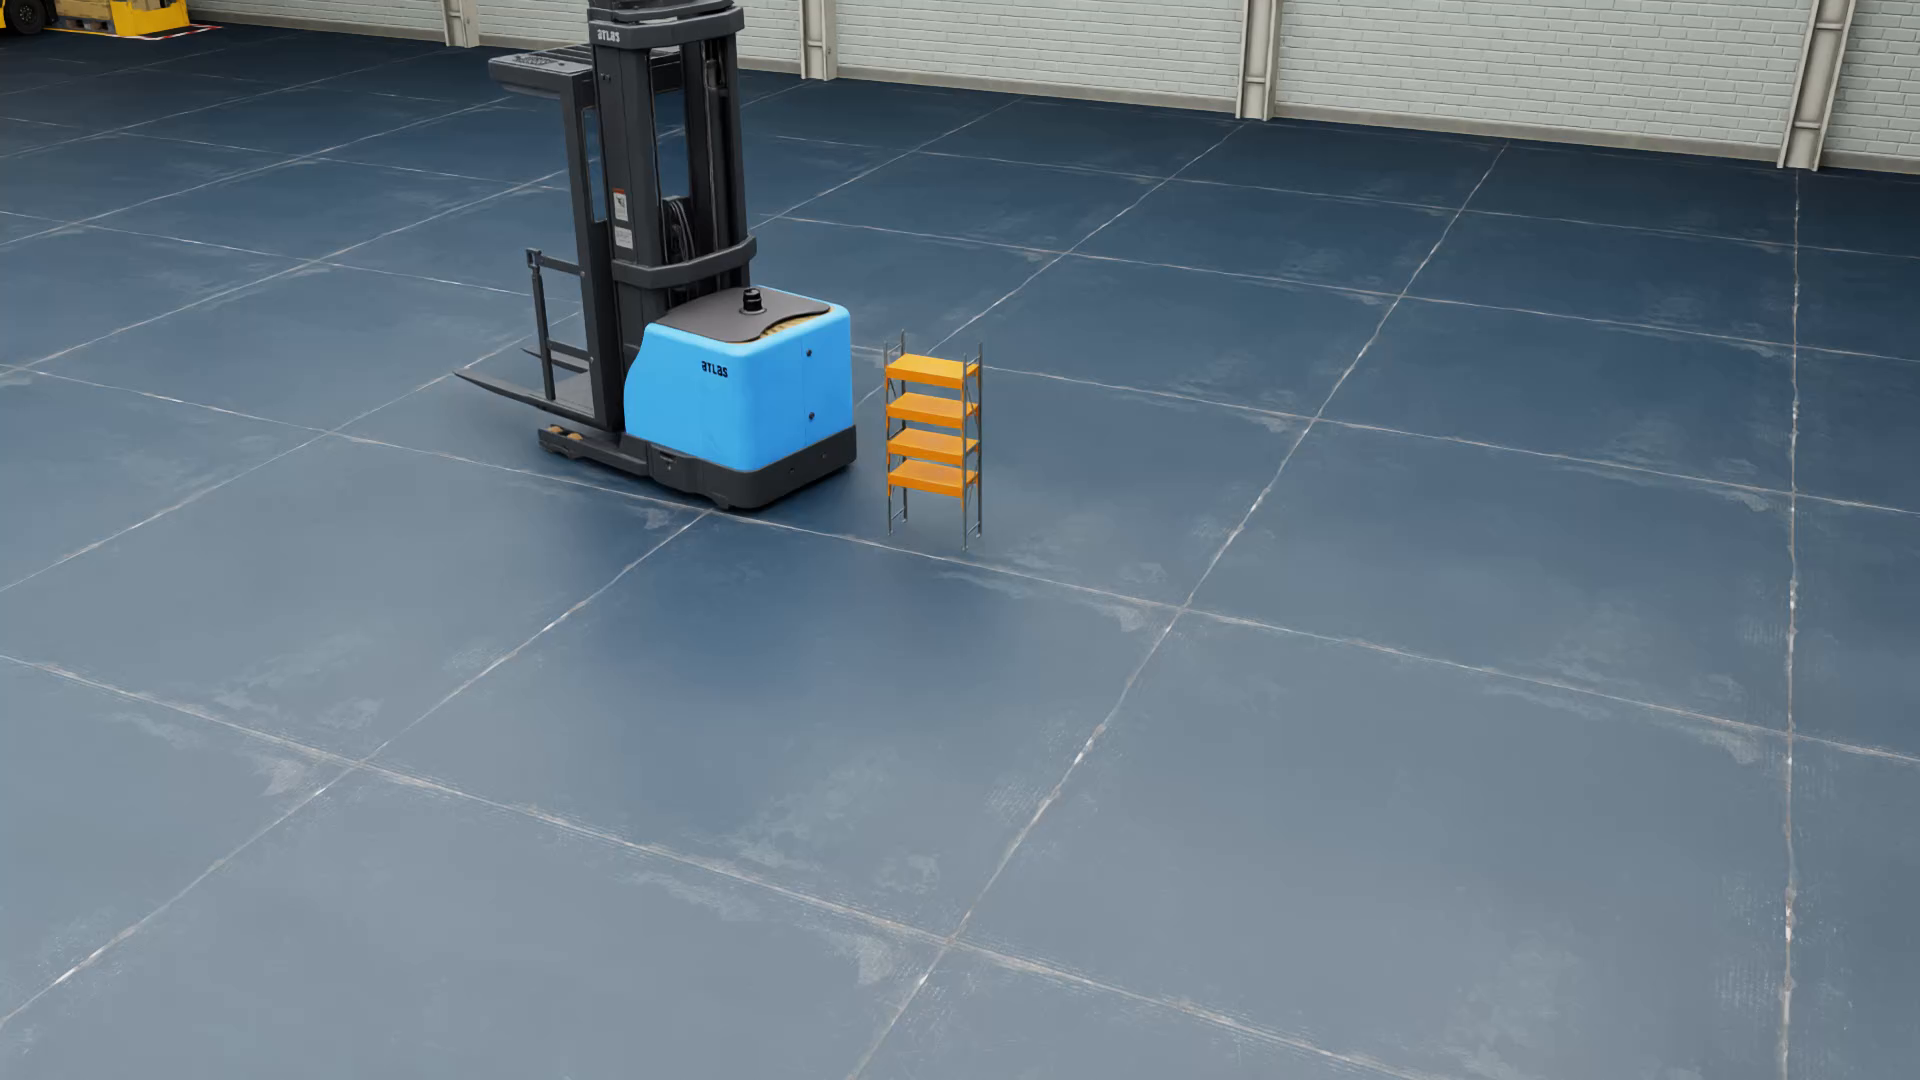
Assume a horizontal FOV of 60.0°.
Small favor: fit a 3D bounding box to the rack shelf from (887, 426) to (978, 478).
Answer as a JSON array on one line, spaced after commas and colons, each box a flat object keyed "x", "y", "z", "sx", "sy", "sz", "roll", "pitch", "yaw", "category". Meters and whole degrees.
[{"x": -0.151, "y": -0.508, "z": 9.576, "sx": 0.480, "sy": 0.148, "sz": 0.258, "roll": 11, "pitch": 28, "yaw": 22, "category": "rack shelf"}]

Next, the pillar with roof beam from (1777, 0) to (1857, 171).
[{"x": 7.252, "y": -6.339, "z": 12.438, "sx": 0.400, "sy": 9.000, "sz": 9.100, "roll": 11, "pitch": 28, "yaw": 22, "category": "pillar with roof beam"}]

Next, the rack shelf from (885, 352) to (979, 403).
[{"x": -0.151, "y": -0.921, "z": 9.373, "sx": 0.480, "sy": 0.148, "sz": 0.258, "roll": 11, "pitch": 28, "yaw": 22, "category": "rack shelf"}]

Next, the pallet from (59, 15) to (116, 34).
[{"x": -13.266, "y": -8.149, "z": 26.063, "sx": 1.213, "sy": 0.211, "sz": 1.003, "roll": 11, "pitch": 28, "yaw": 22, "category": "pallet"}]

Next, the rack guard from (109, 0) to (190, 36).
[{"x": -12.531, "y": -8.151, "z": 25.740, "sx": 0.348, "sy": 0.500, "sz": 1.175, "roll": 11, "pitch": 28, "yaw": 22, "category": "rack guard"}]

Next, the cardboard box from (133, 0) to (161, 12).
[{"x": -12.919, "y": -8.400, "z": 26.054, "sx": 0.500, "sy": 0.250, "sz": 0.500, "roll": 11, "pitch": 28, "yaw": 22, "category": "cardboard box"}]

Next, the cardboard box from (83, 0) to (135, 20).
[{"x": -13.111, "y": -8.191, "z": 25.628, "sx": 0.500, "sy": 0.250, "sz": 0.500, "roll": 12, "pitch": 28, "yaw": 22, "category": "cardboard box"}]

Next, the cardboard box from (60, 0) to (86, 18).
[{"x": -13.560, "y": -8.286, "z": 25.821, "sx": 0.500, "sy": 0.250, "sz": 0.500, "roll": 11, "pitch": 28, "yaw": 22, "category": "cardboard box"}]

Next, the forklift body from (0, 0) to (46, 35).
[{"x": -15.034, "y": -8.510, "z": 24.599, "sx": 1.214, "sy": 2.155, "sz": 2.313, "roll": 11, "pitch": 28, "yaw": 22, "category": "forklift body"}]

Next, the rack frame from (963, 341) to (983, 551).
[{"x": 0.071, "y": -0.524, "z": 9.456, "sx": 0.015, "sy": 1.200, "sz": 0.240, "roll": 11, "pitch": 28, "yaw": 22, "category": "rack frame"}]

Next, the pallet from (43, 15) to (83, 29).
[{"x": -14.373, "y": -8.373, "z": 26.517, "sx": 1.213, "sy": 0.211, "sz": 1.003, "roll": 11, "pitch": 28, "yaw": 22, "category": "pallet"}]

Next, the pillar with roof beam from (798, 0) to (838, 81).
[{"x": -3.672, "y": -8.533, "z": 16.894, "sx": 0.400, "sy": 9.000, "sz": 9.100, "roll": 11, "pitch": 28, "yaw": 22, "category": "pillar with roof beam"}]

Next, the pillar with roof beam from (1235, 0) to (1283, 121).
[{"x": 1.790, "y": -7.436, "z": 14.666, "sx": 0.400, "sy": 9.000, "sz": 9.100, "roll": 11, "pitch": 28, "yaw": 22, "category": "pillar with roof beam"}]

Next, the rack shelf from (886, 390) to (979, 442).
[{"x": -0.151, "y": -0.709, "z": 9.477, "sx": 0.480, "sy": 0.148, "sz": 0.258, "roll": 11, "pitch": 28, "yaw": 22, "category": "rack shelf"}]

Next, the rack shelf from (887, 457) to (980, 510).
[{"x": -0.151, "y": -0.330, "z": 9.664, "sx": 0.480, "sy": 0.148, "sz": 0.258, "roll": 11, "pitch": 28, "yaw": 22, "category": "rack shelf"}]

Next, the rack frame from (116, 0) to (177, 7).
[{"x": -12.553, "y": -9.277, "z": 25.197, "sx": 0.127, "sy": 3.000, "sz": 1.000, "roll": 11, "pitch": 28, "yaw": 22, "category": "rack frame"}]

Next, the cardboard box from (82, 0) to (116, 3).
[{"x": -13.125, "y": -8.420, "z": 25.527, "sx": 0.500, "sy": 0.250, "sz": 0.500, "roll": 11, "pitch": 28, "yaw": 21, "category": "cardboard box"}]

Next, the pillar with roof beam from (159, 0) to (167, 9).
[{"x": -14.596, "y": -10.727, "z": 21.351, "sx": 0.400, "sy": 9.000, "sz": 9.100, "roll": 11, "pitch": 28, "yaw": 22, "category": "pillar with roof beam"}]

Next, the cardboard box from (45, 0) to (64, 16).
[{"x": -14.012, "y": -8.381, "z": 26.014, "sx": 0.500, "sy": 0.250, "sz": 0.500, "roll": 12, "pitch": 29, "yaw": 22, "category": "cardboard box"}]

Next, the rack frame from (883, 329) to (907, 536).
[{"x": -0.373, "y": -0.613, "z": 9.637, "sx": 0.015, "sy": 1.200, "sz": 0.240, "roll": 11, "pitch": 28, "yaw": 22, "category": "rack frame"}]

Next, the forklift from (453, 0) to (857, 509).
[{"x": -2.143, "y": -2.007, "z": 10.509, "sx": 3.031, "sy": 2.935, "sz": 1.130, "roll": 18, "pitch": 32, "yaw": 33, "category": "forklift"}]

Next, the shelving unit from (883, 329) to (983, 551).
[{"x": -0.151, "y": -0.569, "z": 9.546, "sx": 0.503, "sy": 1.200, "sz": 0.258, "roll": 11, "pitch": 28, "yaw": 22, "category": "shelving unit"}]

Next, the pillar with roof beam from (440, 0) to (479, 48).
[{"x": -9.134, "y": -9.630, "z": 19.123, "sx": 0.400, "sy": 9.000, "sz": 9.100, "roll": 11, "pitch": 28, "yaw": 22, "category": "pillar with roof beam"}]
